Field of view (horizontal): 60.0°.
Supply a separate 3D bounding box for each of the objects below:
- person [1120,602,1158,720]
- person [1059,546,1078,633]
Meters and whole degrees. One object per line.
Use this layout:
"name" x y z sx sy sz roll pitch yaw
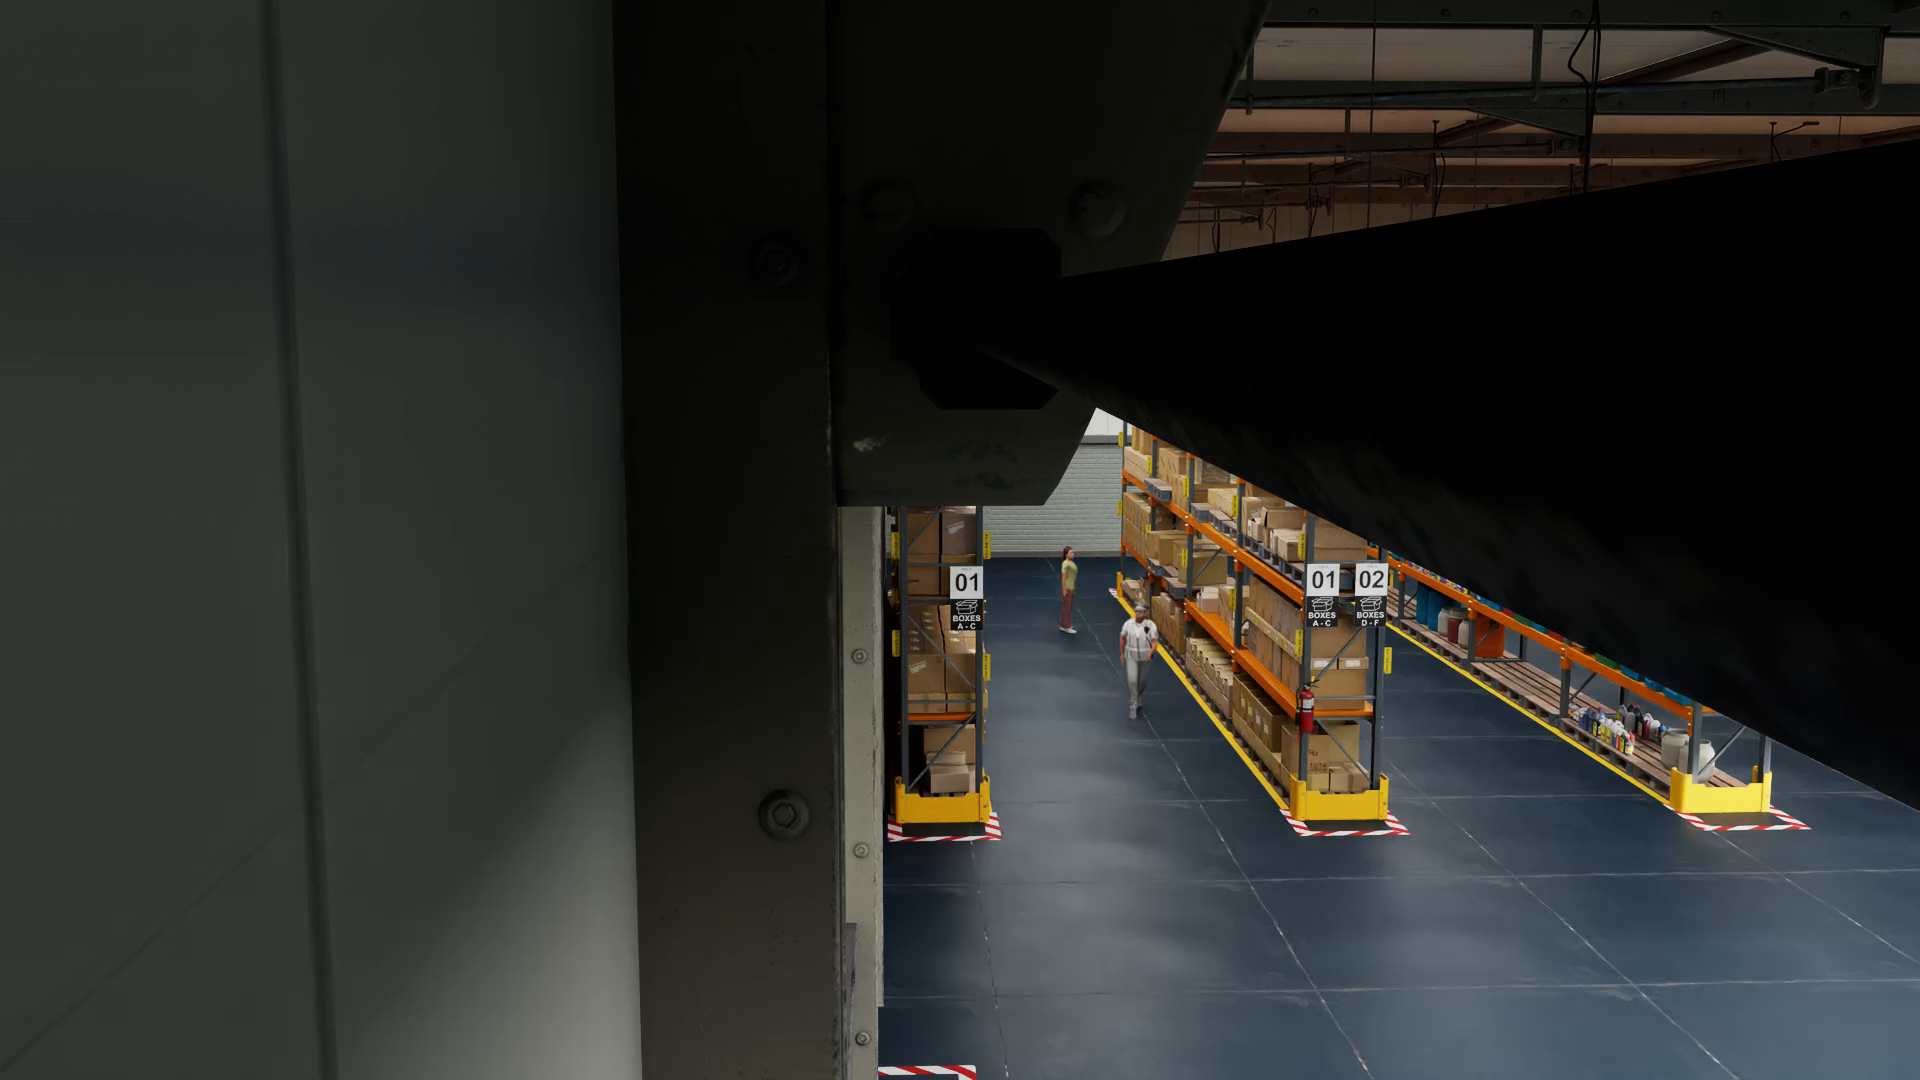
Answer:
"person" 2.799 1.856 25.965 0.567 1.790 0.947 0 8 -1
"person" 2.122 0.961 32.429 0.387 1.692 0.498 3 8 18
